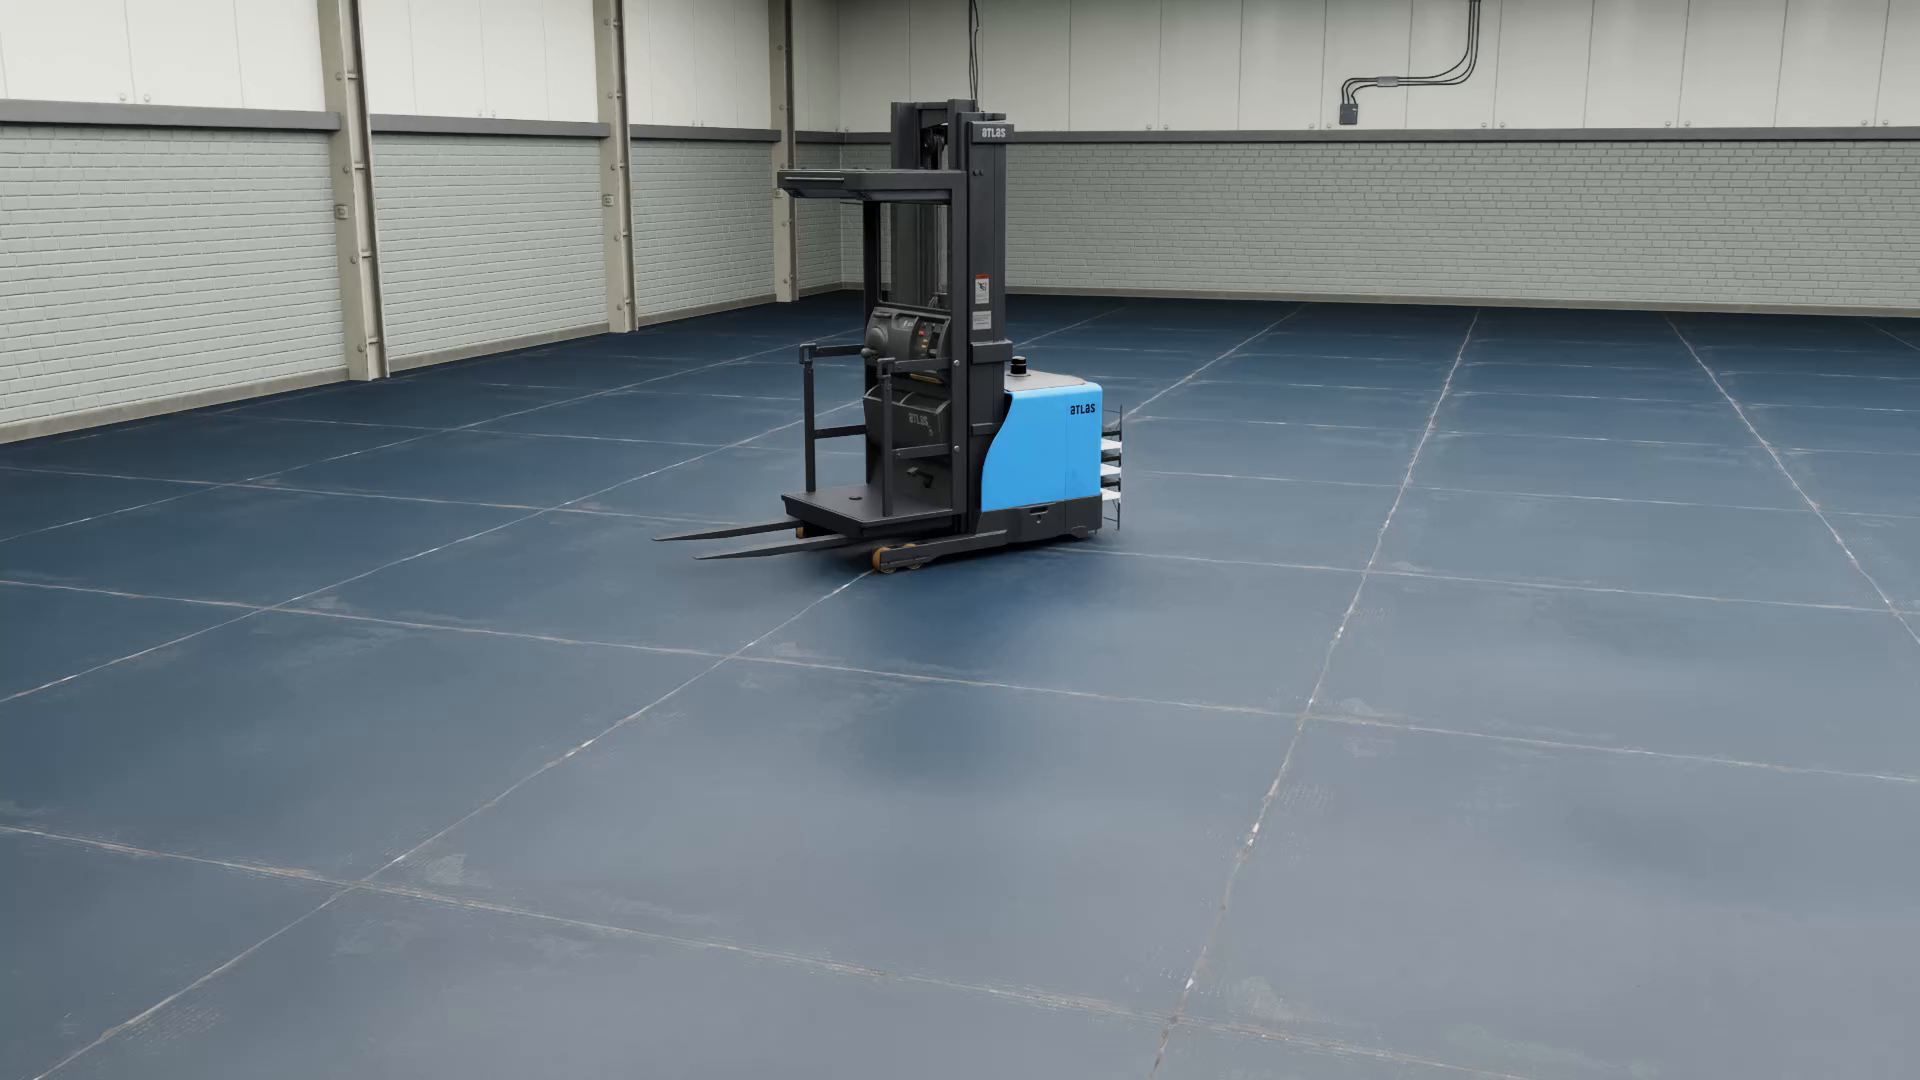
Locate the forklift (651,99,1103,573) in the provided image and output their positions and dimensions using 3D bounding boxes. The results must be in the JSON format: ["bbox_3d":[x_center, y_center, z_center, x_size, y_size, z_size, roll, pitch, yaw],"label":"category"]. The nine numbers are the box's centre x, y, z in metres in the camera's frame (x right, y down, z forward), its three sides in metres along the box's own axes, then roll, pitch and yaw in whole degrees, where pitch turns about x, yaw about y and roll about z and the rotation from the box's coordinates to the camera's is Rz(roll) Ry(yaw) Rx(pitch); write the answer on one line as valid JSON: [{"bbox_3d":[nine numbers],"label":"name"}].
[{"bbox_3d":[-0.518,-1.350,10.817,3.031,2.935,1.130,-9,15,-33],"label":"forklift"}]

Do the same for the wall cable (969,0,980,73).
[{"bbox_3d":[1.528,-10.140,31.320,3.097,2.526,0.112,4,14,18],"label":"wall cable"}]

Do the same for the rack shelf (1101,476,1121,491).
[{"bbox_3d":[0.979,-0.395,11.750,0.200,0.077,0.258,-9,15,-33],"label":"rack shelf"}]

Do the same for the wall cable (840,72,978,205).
[{"bbox_3d":[-1.032,-7.873,32.736,3.097,2.526,0.112,4,14,18],"label":"wall cable"}]

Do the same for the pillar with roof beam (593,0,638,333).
[{"bbox_3d":[-1.104,-7.288,23.197,9.100,9.000,0.400,4,14,18],"label":"pillar with roof beam"}]

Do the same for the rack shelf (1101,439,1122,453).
[{"bbox_3d":[0.979,-0.658,11.689,0.200,0.077,0.258,-9,15,-33],"label":"rack shelf"}]

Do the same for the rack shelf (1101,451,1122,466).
[{"bbox_3d":[0.979,-0.570,11.709,0.200,0.077,0.258,-9,15,-33],"label":"rack shelf"}]

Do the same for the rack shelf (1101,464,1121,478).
[{"bbox_3d":[0.979,-0.483,11.729,0.200,0.077,0.258,-9,15,-33],"label":"rack shelf"}]

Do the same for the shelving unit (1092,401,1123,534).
[{"bbox_3d":[0.979,-0.515,11.722,0.210,0.900,0.258,-9,15,-33],"label":"shelving unit"}]

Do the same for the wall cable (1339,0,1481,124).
[{"bbox_3d":[7.946,-10.358,29.003,2.305,6.003,0.169,4,14,18],"label":"wall cable"}]

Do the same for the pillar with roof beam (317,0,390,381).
[{"bbox_3d":[-3.045,-6.025,17.662,9.100,9.000,0.400,4,14,18],"label":"pillar with roof beam"}]

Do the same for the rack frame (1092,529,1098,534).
[{"bbox_3d":[0.895,-0.502,11.666,0.006,0.900,0.240,-9,15,-33],"label":"rack frame"}]

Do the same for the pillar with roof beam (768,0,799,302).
[{"bbox_3d":[0.837,-8.552,28.732,9.100,9.000,0.400,4,14,18],"label":"pillar with roof beam"}]

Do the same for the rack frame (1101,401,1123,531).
[{"bbox_3d":[1.063,-0.528,11.778,0.006,0.900,0.240,-9,15,-33],"label":"rack frame"}]

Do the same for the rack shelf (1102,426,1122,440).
[{"bbox_3d":[0.979,-0.746,11.669,0.200,0.077,0.258,-9,15,-33],"label":"rack shelf"}]

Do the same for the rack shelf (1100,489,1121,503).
[{"bbox_3d":[0.979,-0.307,11.770,0.200,0.077,0.258,-9,15,-33],"label":"rack shelf"}]
